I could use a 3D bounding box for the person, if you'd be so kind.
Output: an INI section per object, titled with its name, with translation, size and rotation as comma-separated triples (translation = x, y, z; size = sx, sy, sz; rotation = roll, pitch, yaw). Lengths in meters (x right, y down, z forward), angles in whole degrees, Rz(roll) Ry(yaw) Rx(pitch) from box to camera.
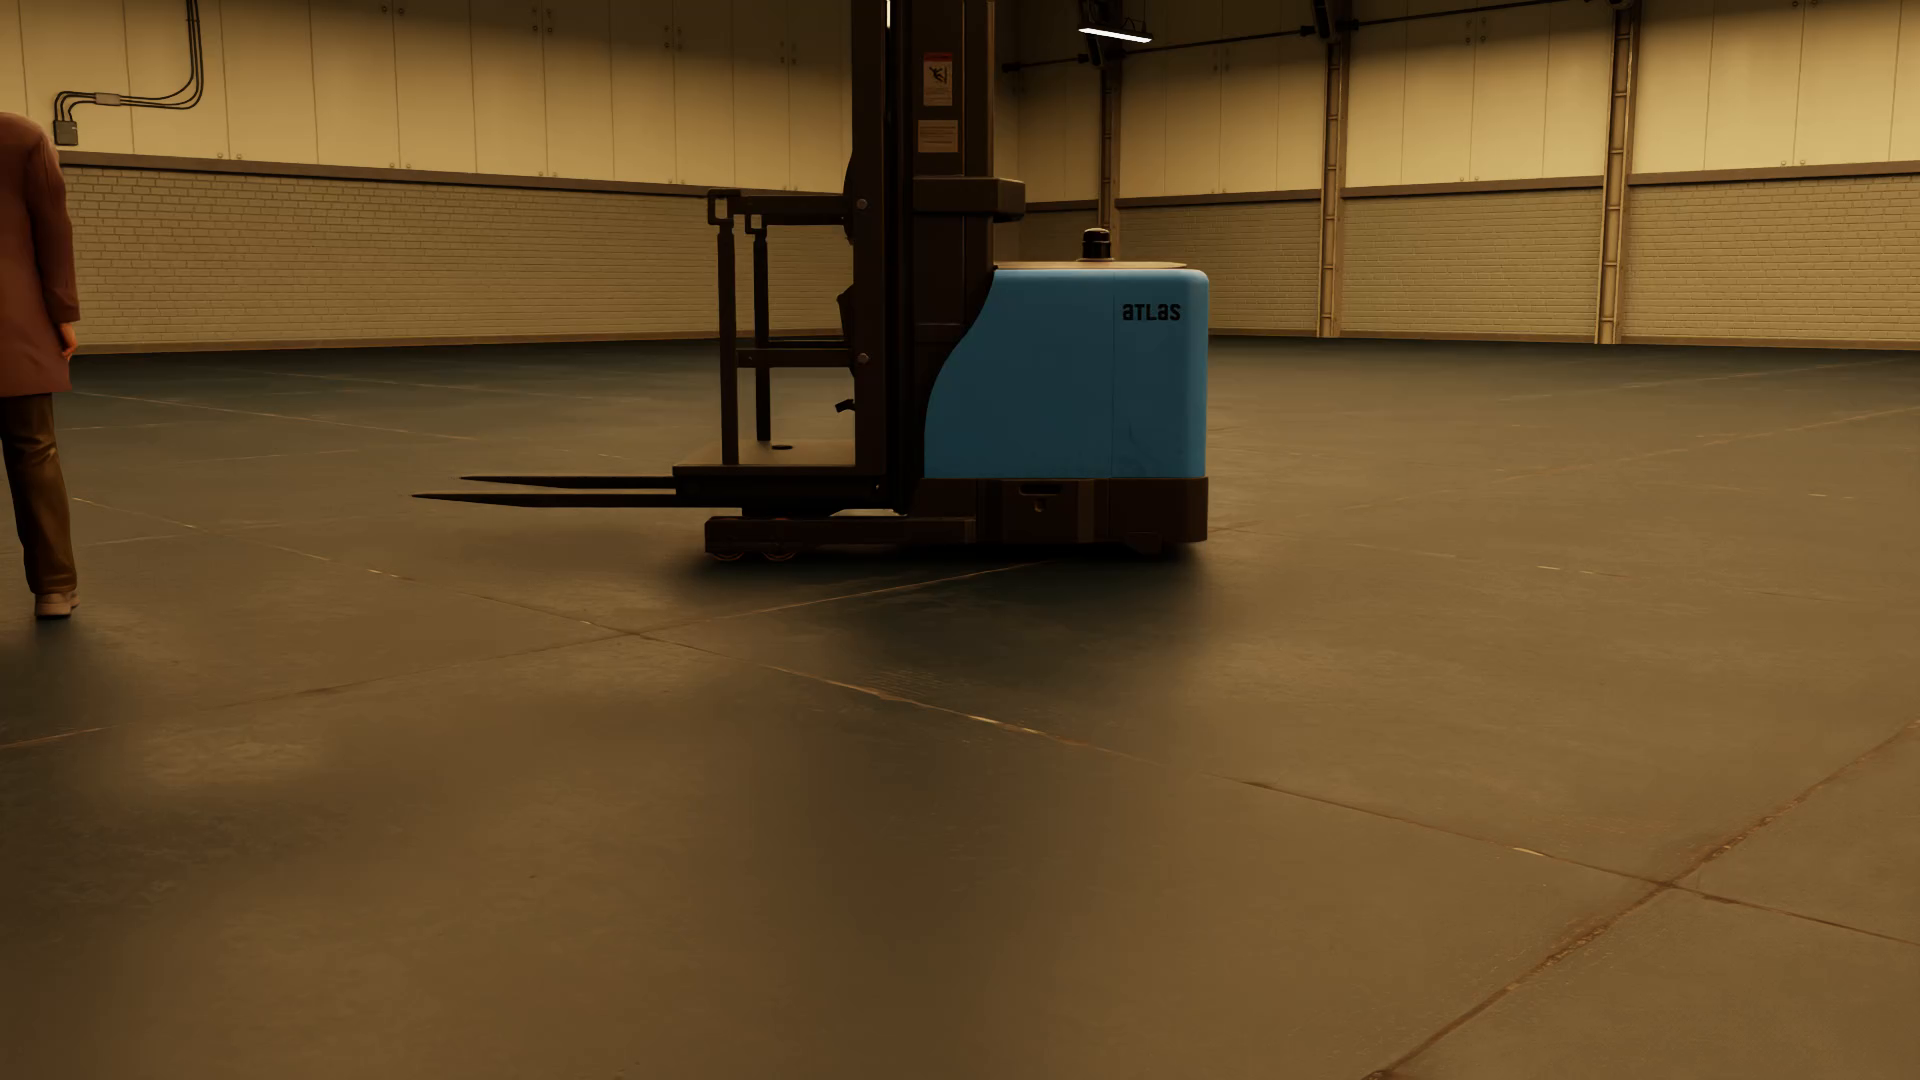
[person]
translation = -2.977, -0.645, 5.016
size = 0.570, 1.783, 0.385
rotation = -7, 11, -38

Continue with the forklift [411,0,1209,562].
[forklift]
translation = -0.581, -1.447, 6.485
size = 3.031, 2.935, 1.130
rotation = 0, 9, 0
